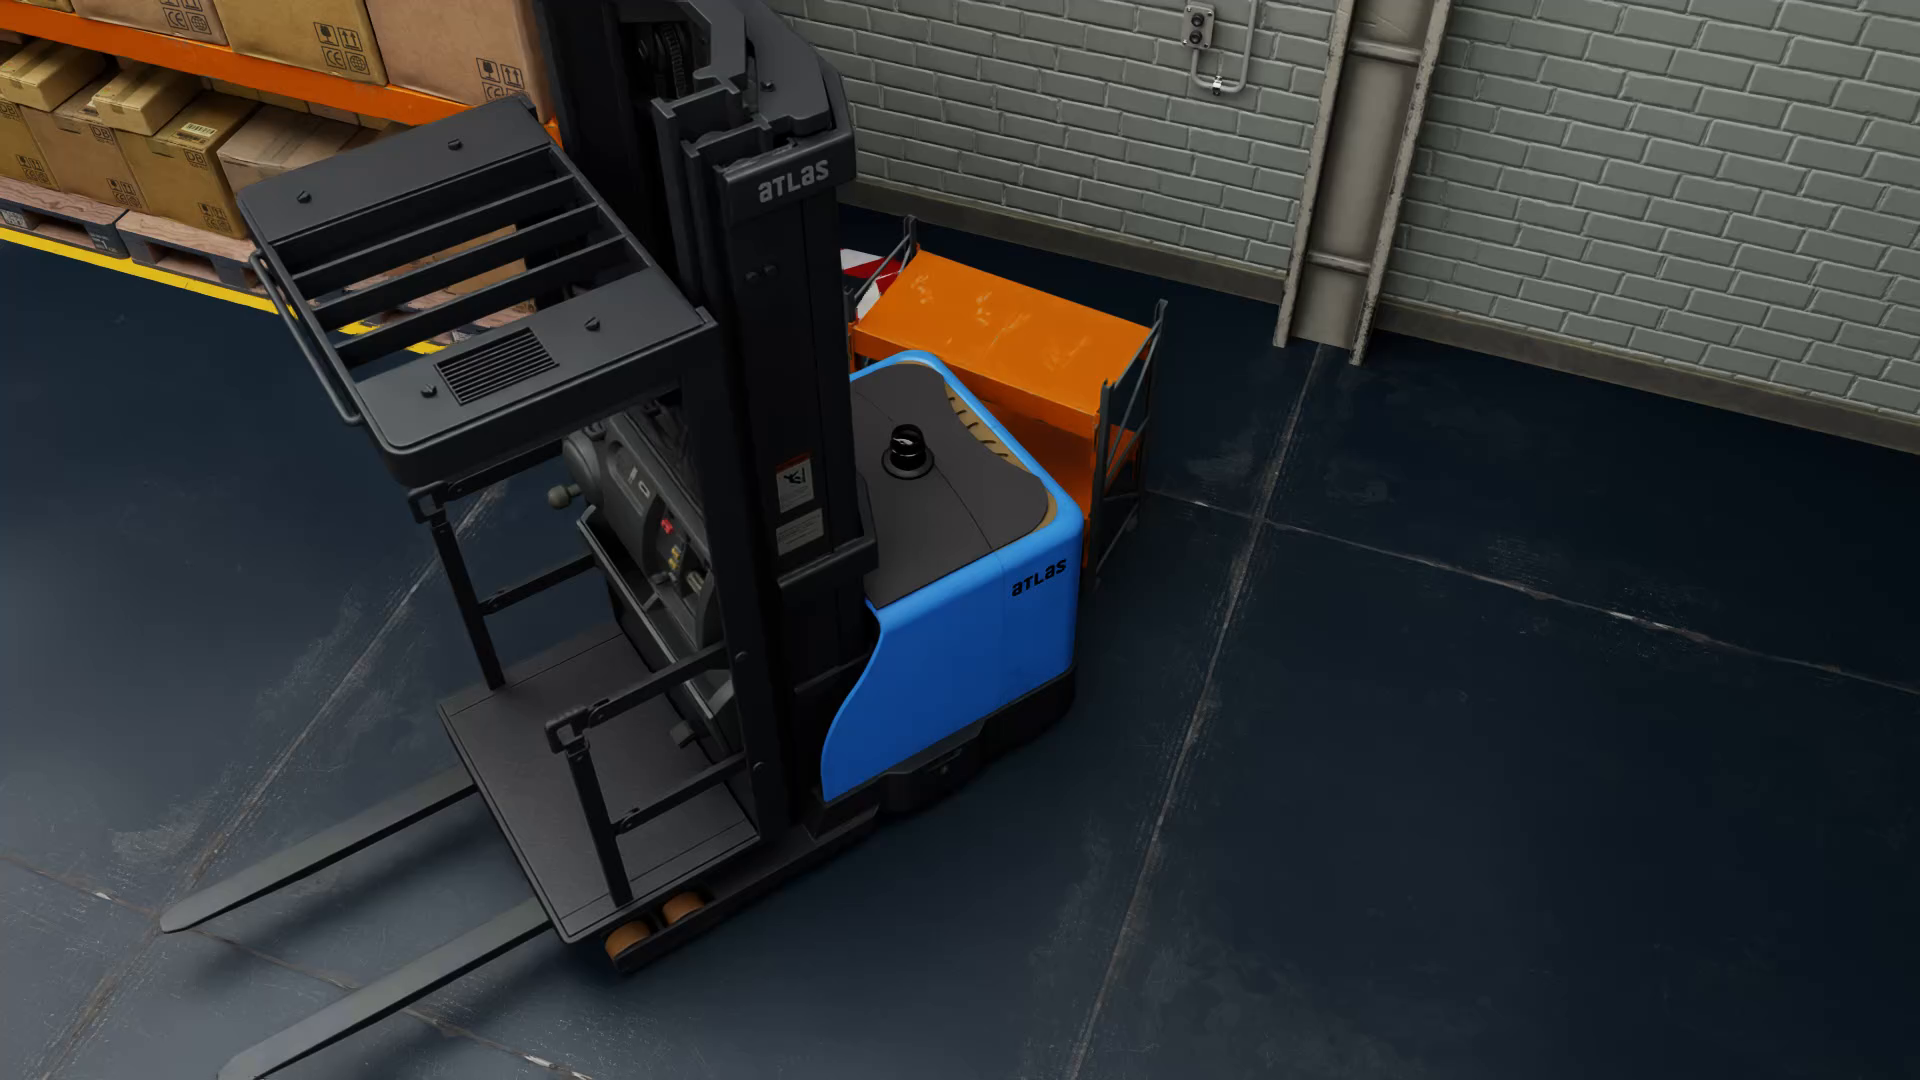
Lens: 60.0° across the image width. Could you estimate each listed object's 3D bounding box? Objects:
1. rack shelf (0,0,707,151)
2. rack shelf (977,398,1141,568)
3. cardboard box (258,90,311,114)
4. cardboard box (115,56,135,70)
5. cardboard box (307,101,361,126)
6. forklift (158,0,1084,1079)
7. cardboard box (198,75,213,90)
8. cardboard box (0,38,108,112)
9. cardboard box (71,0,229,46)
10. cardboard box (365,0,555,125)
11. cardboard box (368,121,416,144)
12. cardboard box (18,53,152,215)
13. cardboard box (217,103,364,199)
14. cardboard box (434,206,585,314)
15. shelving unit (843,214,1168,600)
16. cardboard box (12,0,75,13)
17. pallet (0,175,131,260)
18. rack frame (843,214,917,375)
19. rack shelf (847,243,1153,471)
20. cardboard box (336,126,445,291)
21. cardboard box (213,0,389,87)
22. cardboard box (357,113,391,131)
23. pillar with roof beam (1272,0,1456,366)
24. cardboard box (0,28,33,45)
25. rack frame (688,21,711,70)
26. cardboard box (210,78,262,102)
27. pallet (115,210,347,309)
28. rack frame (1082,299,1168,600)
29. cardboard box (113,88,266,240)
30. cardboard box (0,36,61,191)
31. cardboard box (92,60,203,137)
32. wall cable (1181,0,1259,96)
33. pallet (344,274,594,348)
[{"bbox_3d":[-3.086,-2.286,7.089,4.000,0.370,1.077,16,51,13],"label":"rack shelf"},{"bbox_3d":[0.155,-0.330,6.482,1.000,0.278,0.538,22,53,18],"label":"rack shelf"},{"bbox_3d":[-2.905,-2.081,7.382,0.250,0.149,0.380,16,51,13],"label":"cardboard box"},{"bbox_3d":[-3.621,-2.282,7.556,0.250,0.149,0.380,14,51,12],"label":"cardboard box"},{"bbox_3d":[-2.664,-2.015,7.325,0.250,0.149,0.380,16,51,14],"label":"cardboard box"},{"bbox_3d":[-1.100,-0.028,4.701,3.031,2.935,1.130,-26,54,-21],"label":"forklift"},{"bbox_3d":[-3.384,-2.215,7.498,0.250,0.149,0.380,16,51,14],"label":"cardboard box"},{"bbox_3d":[-4.038,-2.089,7.389,0.250,0.149,0.380,17,51,14],"label":"cardboard box"},{"bbox_3d":[-3.090,-2.611,6.696,0.700,0.700,0.980,13,50,11],"label":"cardboard box"},{"bbox_3d":[-1.692,-2.222,6.359,0.700,0.700,0.980,18,51,15],"label":"cardboard box"},{"bbox_3d":[-2.325,-1.612,6.976,0.250,0.149,0.380,17,51,14],"label":"cardboard box"},{"bbox_3d":[-3.826,-1.962,7.708,0.500,0.500,0.700,15,51,13],"label":"cardboard box"},{"bbox_3d":[-2.843,-1.691,7.474,0.500,0.500,0.700,14,51,12],"label":"cardboard box"},{"bbox_3d":[-1.901,-1.429,7.246,0.500,0.500,0.700,16,51,13],"label":"cardboard box"},{"bbox_3d":[0.155,-0.491,6.297,1.048,1.125,0.538,22,53,18],"label":"shelving unit"},{"bbox_3d":[-3.776,-2.795,6.855,0.700,0.700,0.980,14,51,12],"label":"cardboard box"},{"bbox_3d":[-4.276,-1.877,8.104,1.213,0.211,1.003,16,51,13],"label":"pallet"},{"bbox_3d":[-0.294,-0.671,6.453,0.032,1.125,0.500,22,53,18],"label":"rack frame"},{"bbox_3d":[0.155,-0.682,6.076,1.000,0.278,0.538,22,53,18],"label":"rack shelf"},{"bbox_3d":[-2.371,-1.560,7.360,0.500,0.500,0.700,15,51,13],"label":"cardboard box"},{"bbox_3d":[-2.378,-2.405,6.518,0.700,0.700,0.980,15,51,13],"label":"cardboard box"},{"bbox_3d":[-2.425,-1.948,7.267,0.250,0.149,0.380,16,51,13],"label":"cardboard box"},{"bbox_3d":[0.131,-0.817,1.370,0.400,9.000,9.100,16,51,13],"label":"pillar with roof beam"},{"bbox_3d":[-4.363,-2.487,7.734,0.250,0.149,0.380,15,51,13],"label":"cardboard box"},{"bbox_3d":[-1.210,-1.998,6.363,0.127,3.000,1.000,16,51,13],"label":"rack frame"},{"bbox_3d":[-3.142,-2.148,7.440,0.250,0.149,0.380,15,51,12],"label":"cardboard box"},{"bbox_3d":[-3.128,-1.559,7.828,1.213,0.211,1.003,16,51,13],"label":"pallet"},{"bbox_3d":[0.604,-0.311,6.141,0.032,1.125,0.500,22,53,18],"label":"rack frame"},{"bbox_3d":[-3.345,-1.826,7.590,0.500,0.500,0.700,17,51,14],"label":"cardboard box"},{"bbox_3d":[-4.296,-2.096,7.824,0.500,0.500,0.700,16,51,14],"label":"cardboard box"},{"bbox_3d":[-3.548,-1.952,7.271,0.250,0.149,0.380,14,51,12],"label":"cardboard box"},{"bbox_3d":[0.319,-2.666,6.270,1.851,1.984,0.084,16,51,13],"label":"wall cable"},{"bbox_3d":[-1.987,-1.238,7.550,1.213,0.211,1.003,16,51,13],"label":"pallet"}]
